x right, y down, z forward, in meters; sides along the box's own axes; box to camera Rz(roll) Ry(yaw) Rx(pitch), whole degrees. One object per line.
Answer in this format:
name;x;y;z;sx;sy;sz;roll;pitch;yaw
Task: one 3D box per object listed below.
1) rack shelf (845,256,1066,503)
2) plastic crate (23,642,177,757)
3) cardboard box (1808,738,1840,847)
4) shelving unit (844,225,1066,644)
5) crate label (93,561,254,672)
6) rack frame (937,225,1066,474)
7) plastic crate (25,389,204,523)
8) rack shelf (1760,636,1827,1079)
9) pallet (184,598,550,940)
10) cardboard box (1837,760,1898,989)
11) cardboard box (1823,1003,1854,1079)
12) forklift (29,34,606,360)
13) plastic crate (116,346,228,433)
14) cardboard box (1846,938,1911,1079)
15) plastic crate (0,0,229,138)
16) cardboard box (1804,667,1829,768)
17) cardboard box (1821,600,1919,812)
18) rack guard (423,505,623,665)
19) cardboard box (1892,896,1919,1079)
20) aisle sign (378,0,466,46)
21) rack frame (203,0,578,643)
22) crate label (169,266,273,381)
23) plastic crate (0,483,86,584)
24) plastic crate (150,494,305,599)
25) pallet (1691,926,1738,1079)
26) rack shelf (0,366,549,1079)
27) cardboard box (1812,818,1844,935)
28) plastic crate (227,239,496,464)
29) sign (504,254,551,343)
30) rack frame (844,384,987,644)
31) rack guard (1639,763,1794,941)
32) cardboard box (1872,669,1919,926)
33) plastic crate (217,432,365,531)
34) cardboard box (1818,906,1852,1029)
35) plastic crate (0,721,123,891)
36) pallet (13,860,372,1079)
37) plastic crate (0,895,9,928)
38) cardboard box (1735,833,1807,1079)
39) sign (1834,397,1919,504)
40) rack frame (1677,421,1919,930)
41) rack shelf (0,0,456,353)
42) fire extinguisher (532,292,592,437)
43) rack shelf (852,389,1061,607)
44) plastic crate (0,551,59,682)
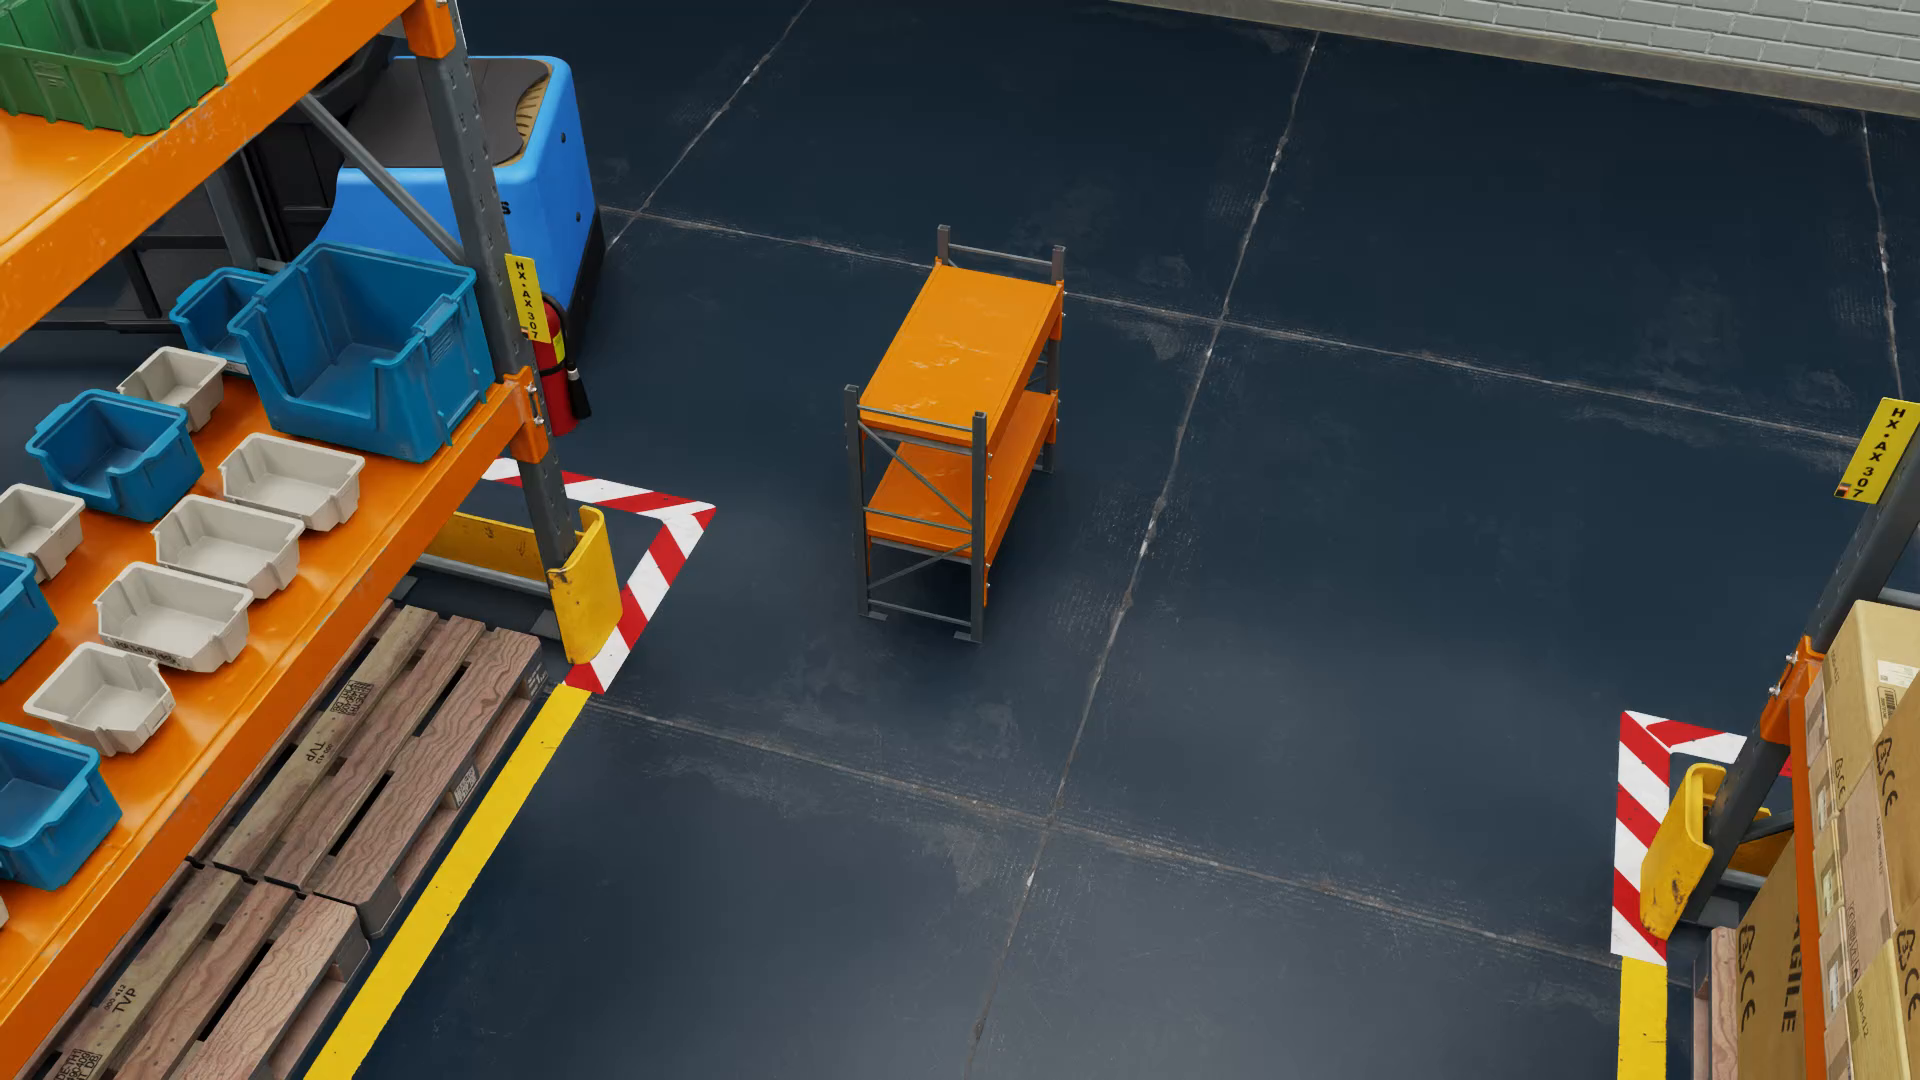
rack shelf;0.002;-0.616;6.156;0.538;0.278;1.000;13;46;13
plastic crate;-2.206;0.427;4.314;0.298;0.136;0.250;13;46;13
cardboard box;2.325;0.667;4.103;0.380;0.149;0.250;12;46;12
shelving unit;0.002;-0.407;6.361;0.538;1.125;1.048;13;46;13
crate label;-2.134;0.226;4.520;0.396;0.136;0.243;13;46;13
rack frame;0.156;-0.745;6.707;0.500;1.125;0.032;13;46;13
plastic crate;-2.485;-0.238;4.925;0.416;0.233;0.300;13;46;13
rack shelf;2.218;1.830;3.250;1.077;0.370;4.000;13;46;13
pallet;-2.183;0.728;5.855;1.003;0.211;1.213;13;46;13
cardboard box;2.270;0.797;3.685;0.500;0.250;0.500;12;46;12
cardboard box;2.092;1.181;3.578;0.380;0.149;0.250;12;46;12
forklift;-3.237;-2.109;6.809;3.031;2.935;1.130;0;44;0
plastic crate;-2.461;-0.446;5.207;0.250;0.136;0.298;13;46;13
cardboard box;2.114;1.131;3.344;0.500;0.250;0.500;11;45;11
plastic crate;-1.923;-1.088;3.724;0.450;0.188;0.336;13;46;13
cardboard box;2.402;0.496;4.278;0.380;0.149;0.250;13;46;13
cardboard box;2.421;0.449;4.041;0.500;0.250;0.500;11;46;11
rack guard;-1.902;0.065;6.326;1.175;0.500;0.348;13;46;13
cardboard box;2.118;0.861;3.084;0.500;0.500;0.500;11;46;11
aisle sign;-1.596;-1.725;4.509;0.394;0.787;0.004;13;46;13
rack frame;-1.897;-0.810;5.433;1.000;3.000;0.127;13;46;13
crate label;-2.285;-0.677;5.373;0.416;0.233;0.303;13;46;13
plastic crate;-2.667;0.006;4.744;0.250;0.136;0.298;13;46;13
plastic crate;-2.073;0.035;4.715;0.396;0.136;0.243;13;46;13
pallet;2.656;1.786;4.774;1.003;0.211;1.213;13;46;13
rack shelf;-2.502;0.780;4.322;1.077;0.370;4.000;13;46;13
cardboard box;2.248;0.838;3.929;0.380;0.149;0.250;12;46;12
plastic crate;-1.820;-0.581;5.131;0.616;0.435;0.499;13;46;13
sign;-1.368;-0.762;5.268;0.100;0.325;0.005;13;46;13
rack frame;-0.152;-0.068;6.015;0.500;1.125;0.032;13;46;13
rack guard;2.831;1.117;5.251;1.175;0.500;0.348;13;46;13
cardboard box;2.270;0.515;3.438;0.500;0.500;0.500;12;46;12
plastic crate;-1.971;-0.155;4.909;0.396;0.136;0.243;13;46;13
cardboard box;2.170;1.012;3.751;0.380;0.149;0.250;12;46;12
plastic crate;-2.274;0.652;4.016;0.416;0.233;0.300;13;46;13
pallet;-2.555;1.539;5.026;1.003;0.211;1.213;13;46;13
plastic crate;-2.470;0.899;3.729;0.437;0.282;0.530;13;46;13
cardboard box;2.706;1.292;4.504;0.875;0.875;0.875;13;46;13
sign;2.297;-0.220;4.154;0.100;0.325;0.005;13;46;13
rack frame;2.824;0.239;4.361;1.000;3.000;0.127;13;46;13
rack shelf;-2.502;-0.292;3.273;1.077;0.370;4.000;13;46;13
fire extinguisher;-1.418;-0.653;5.595;0.296;0.674;0.183;13;46;13
rack shelf;0.002;-0.232;6.532;0.538;0.278;1.000;13;46;13
plastic crate;-2.684;0.201;4.477;0.416;0.233;0.300;13;46;13
